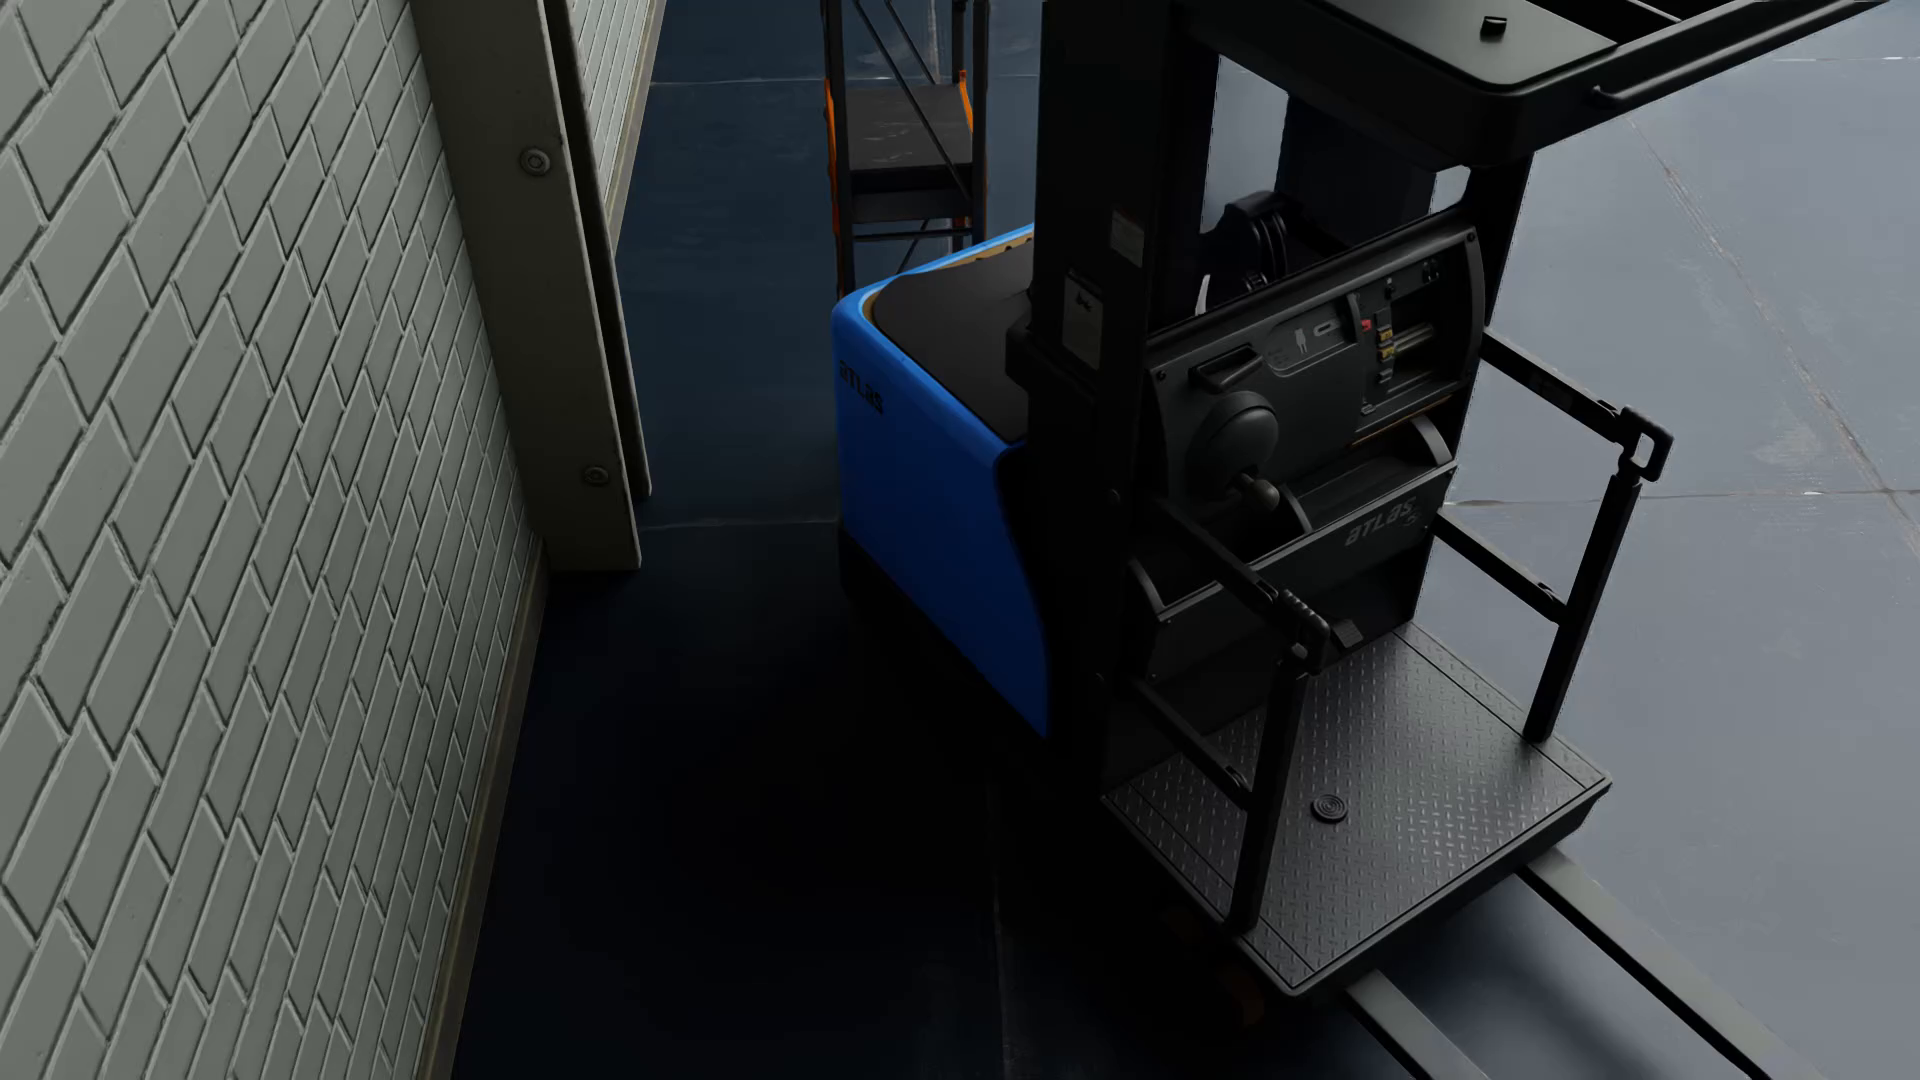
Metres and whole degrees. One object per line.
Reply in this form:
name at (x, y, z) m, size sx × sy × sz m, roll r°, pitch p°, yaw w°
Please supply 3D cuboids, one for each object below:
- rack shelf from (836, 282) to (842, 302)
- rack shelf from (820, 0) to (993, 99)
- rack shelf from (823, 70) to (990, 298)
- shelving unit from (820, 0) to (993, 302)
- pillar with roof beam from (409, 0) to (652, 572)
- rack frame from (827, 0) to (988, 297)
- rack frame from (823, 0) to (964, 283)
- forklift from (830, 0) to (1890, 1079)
rack shelf at (-0.159, -0.480, 5.276) m, size 0.431 × 0.518 × 0.480 m, roll -5°, pitch 43°, yaw -5°
rack shelf at (-0.159, -1.512, 4.330) m, size 0.431 × 0.518 × 0.480 m, roll -5°, pitch 43°, yaw -5°
rack shelf at (-0.159, -0.996, 4.803) m, size 0.431 × 0.518 × 0.480 m, roll -5°, pitch 43°, yaw -5°
shelving unit at (-0.159, -1.006, 4.794) m, size 0.431 × 2.100 × 0.503 m, roll -5°, pitch 43°, yaw -5°
pillar with roof beam at (3.147, -3.481, 2.388) m, size 9.100 × 9.000 × 0.400 m, roll -2°, pitch 43°, yaw -2°
rack frame at (-0.130, -0.842, 4.615) m, size 0.400 × 2.100 × 0.015 m, roll -5°, pitch 43°, yaw -5°
rack frame at (-0.188, -1.170, 4.972) m, size 0.400 × 2.100 × 0.015 m, roll -5°, pitch 43°, yaw -5°
forklift at (0.895, -0.286, 3.393) m, size 1.130 × 2.935 × 3.031 m, roll -25°, pitch 48°, yaw -25°
